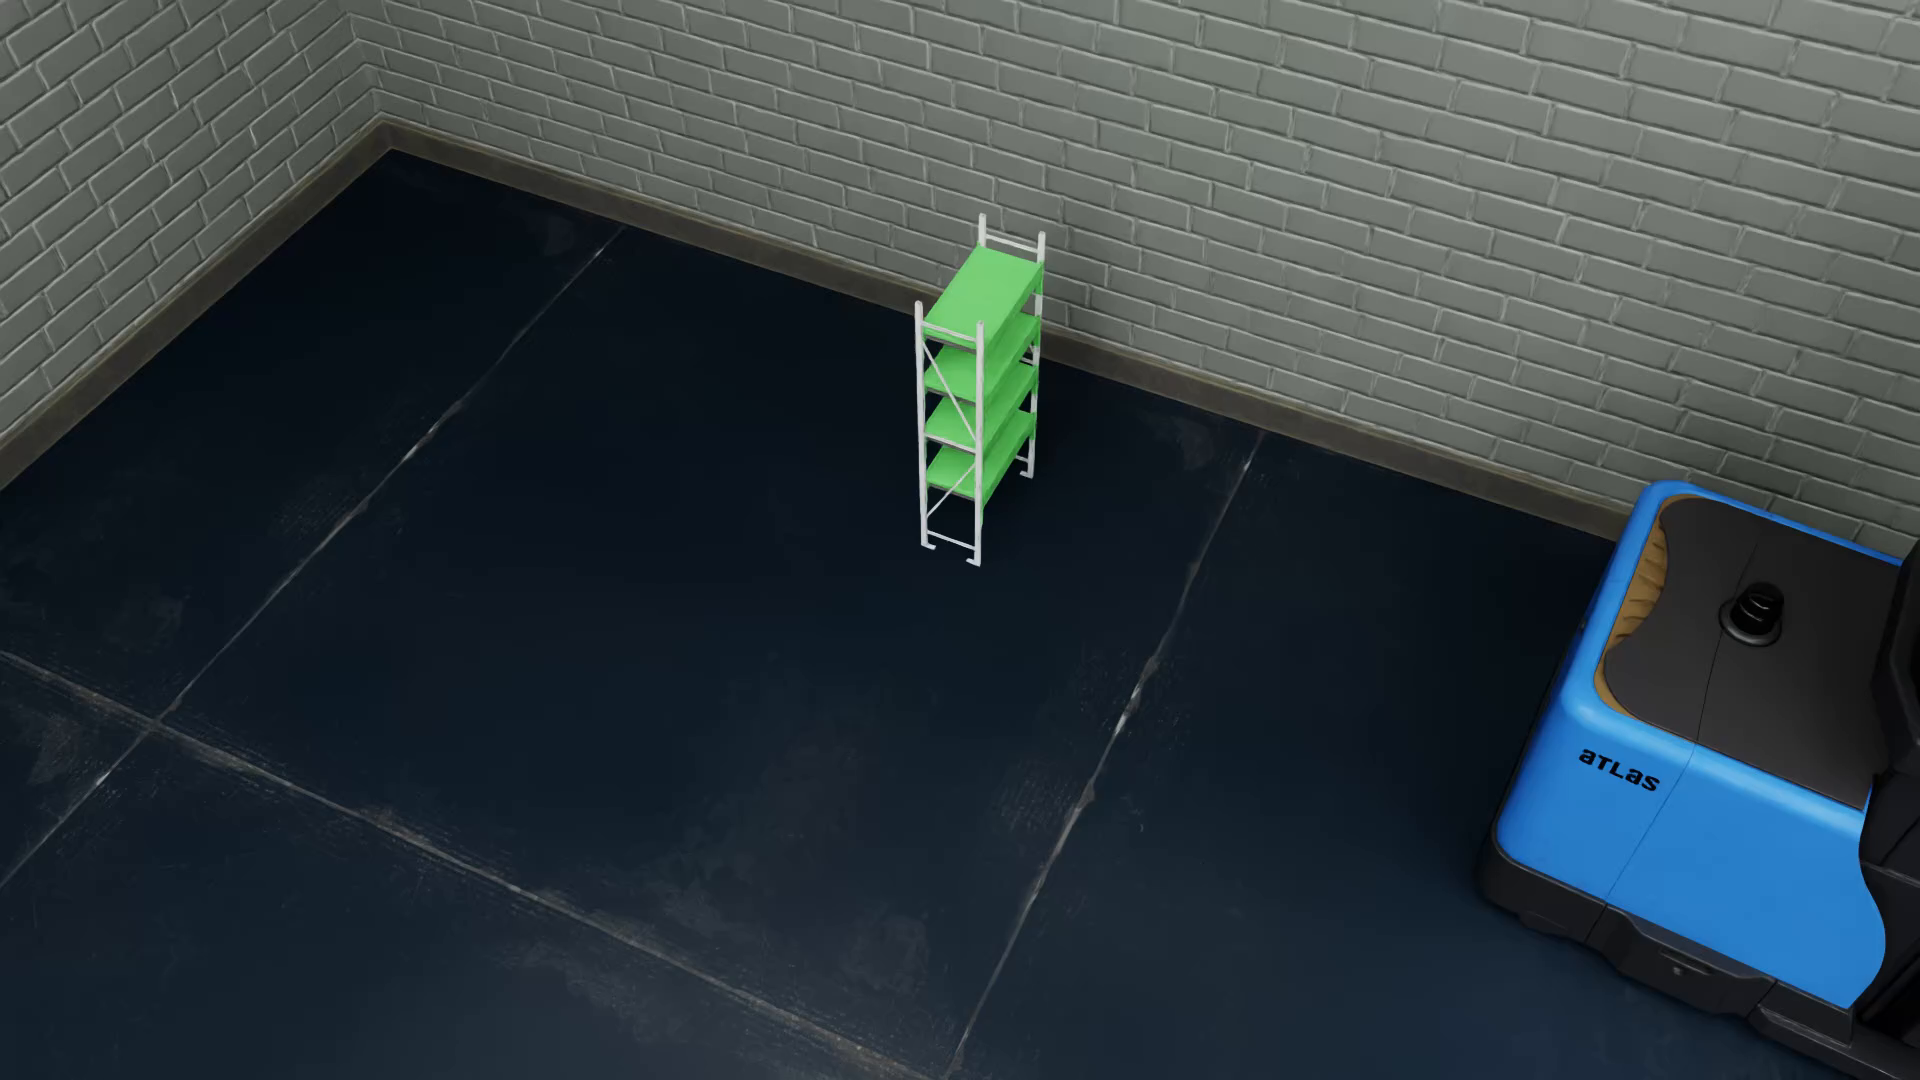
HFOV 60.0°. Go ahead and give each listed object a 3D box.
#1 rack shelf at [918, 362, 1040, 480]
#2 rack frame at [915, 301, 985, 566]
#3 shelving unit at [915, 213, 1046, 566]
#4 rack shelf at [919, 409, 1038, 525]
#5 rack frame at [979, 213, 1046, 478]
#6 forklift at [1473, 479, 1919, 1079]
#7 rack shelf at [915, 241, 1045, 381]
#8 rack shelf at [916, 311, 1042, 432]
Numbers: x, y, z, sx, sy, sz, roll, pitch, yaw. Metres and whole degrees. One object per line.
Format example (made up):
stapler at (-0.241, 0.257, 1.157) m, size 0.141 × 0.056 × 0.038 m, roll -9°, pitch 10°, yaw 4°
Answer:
rack shelf at (0.071, -0.461, 5.939) m, size 0.258 × 0.148 × 0.480 m, roll 20°, pitch 52°, yaw 16°
rack frame at (-0.034, -0.335, 5.747) m, size 0.240 × 1.200 × 0.015 m, roll 20°, pitch 52°, yaw 16°
shelving unit at (0.071, -0.503, 5.890) m, size 0.258 × 1.200 × 0.503 m, roll 20°, pitch 52°, yaw 16°
rack shelf at (0.071, -0.306, 6.121) m, size 0.258 × 0.148 × 0.480 m, roll 20°, pitch 52°, yaw 16°
rack frame at (0.175, -0.671, 6.033) m, size 0.240 × 1.200 × 0.015 m, roll 20°, pitch 52°, yaw 16°
forklift at (3.158, 0.414, 3.973) m, size 3.031 × 2.935 × 1.130 m, roll 23°, pitch 53°, yaw 19°
rack shelf at (0.071, -0.772, 5.573) m, size 0.258 × 0.148 × 0.480 m, roll 20°, pitch 52°, yaw 16°
rack shelf at (0.071, -0.617, 5.756) m, size 0.258 × 0.148 × 0.480 m, roll 20°, pitch 52°, yaw 16°
